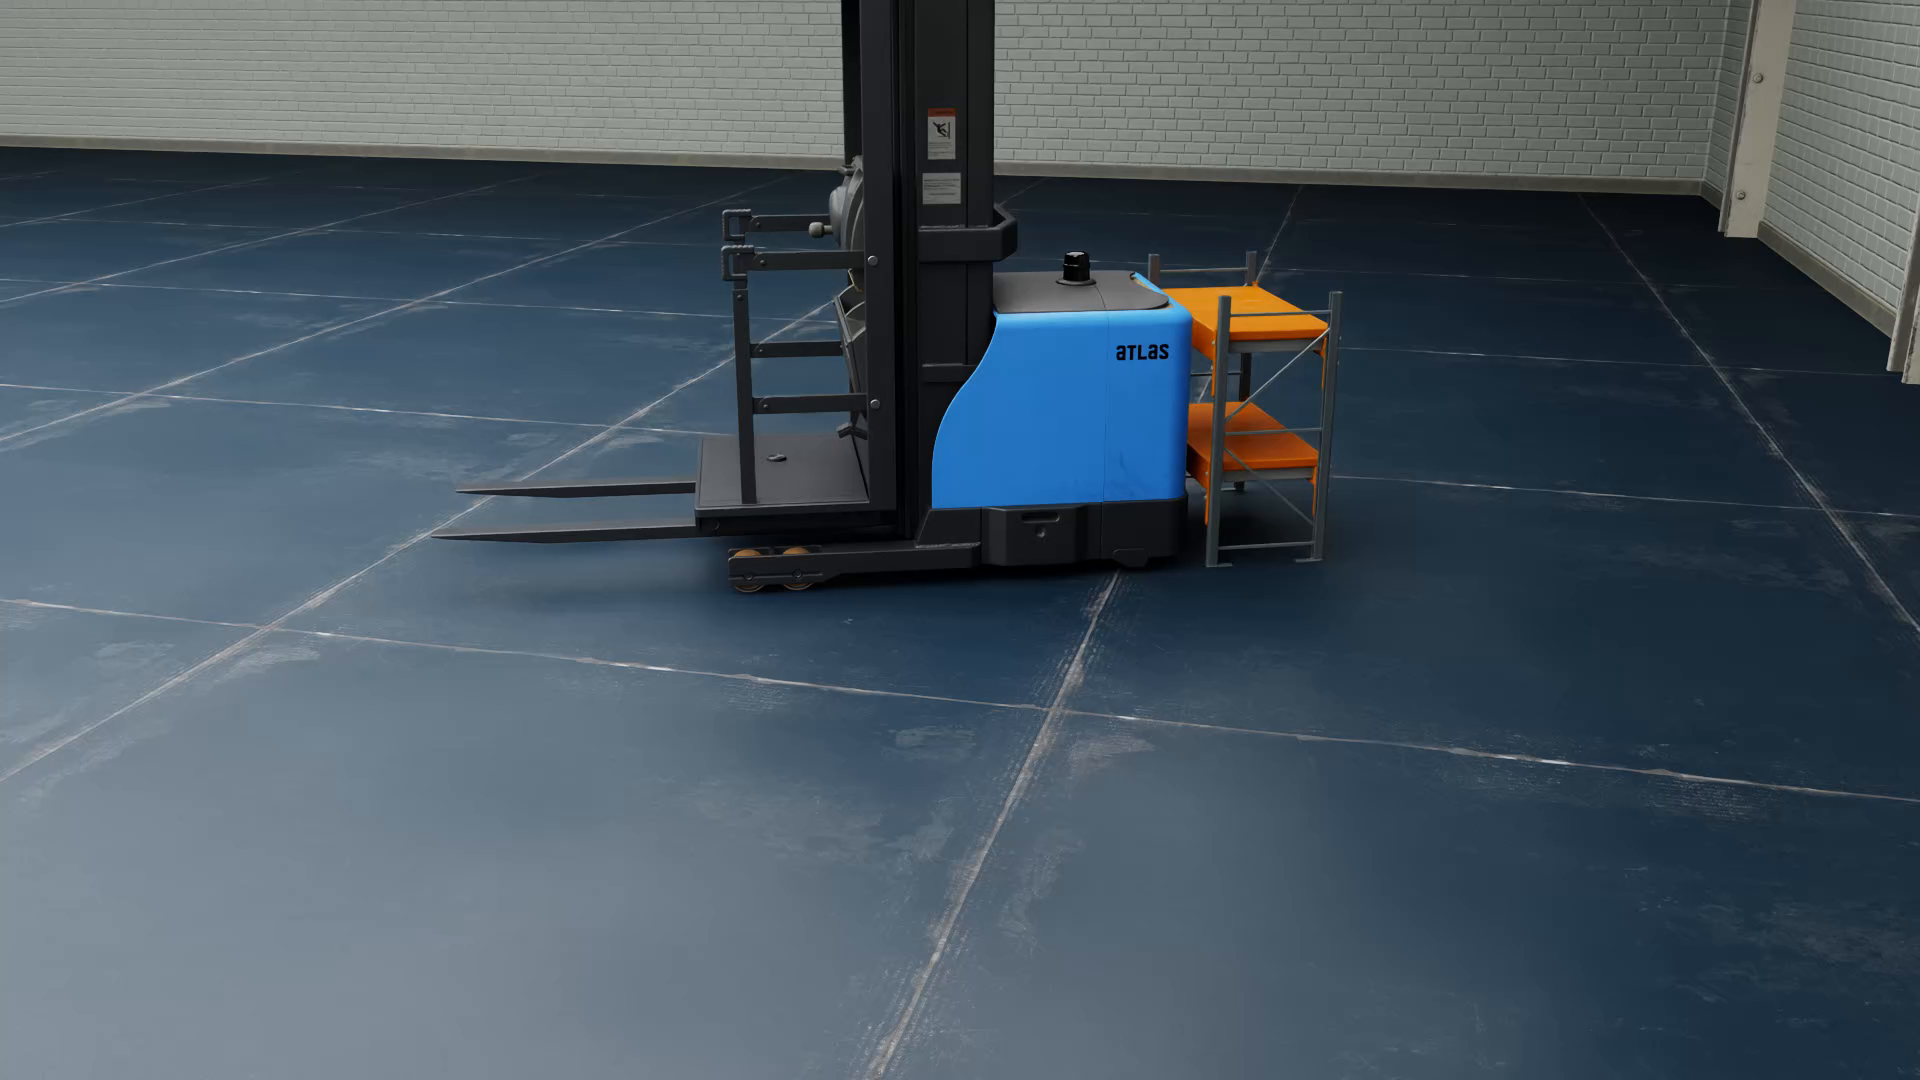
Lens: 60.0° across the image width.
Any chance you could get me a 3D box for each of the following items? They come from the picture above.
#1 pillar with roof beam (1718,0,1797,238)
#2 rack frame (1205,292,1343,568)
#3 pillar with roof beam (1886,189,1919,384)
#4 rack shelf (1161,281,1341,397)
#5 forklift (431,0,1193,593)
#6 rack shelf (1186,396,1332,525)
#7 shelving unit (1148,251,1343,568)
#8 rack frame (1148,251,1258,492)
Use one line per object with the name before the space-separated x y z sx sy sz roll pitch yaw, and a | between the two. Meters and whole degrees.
pillar with roof beam | 3.123 -7.464 15.117 9.100 9.000 0.400 5 19 13
rack frame | 1.262 -0.435 6.720 0.500 1.125 0.032 -3 19 -9
pillar with roof beam | 1.657 -5.583 9.611 9.100 9.000 0.400 5 19 13
rack shelf | 1.179 -0.874 7.100 0.538 0.278 1.000 -3 19 -9
forklift | -0.625 -1.361 6.637 3.031 2.935 1.130 -2 19 -7
rack shelf | 1.179 -0.365 7.274 0.538 0.278 1.000 -3 19 -9
shelving unit | 1.179 -0.597 7.195 0.538 1.125 1.048 -3 19 -9
rack frame | 1.096 -0.759 7.669 0.500 1.125 0.032 -3 19 -9
